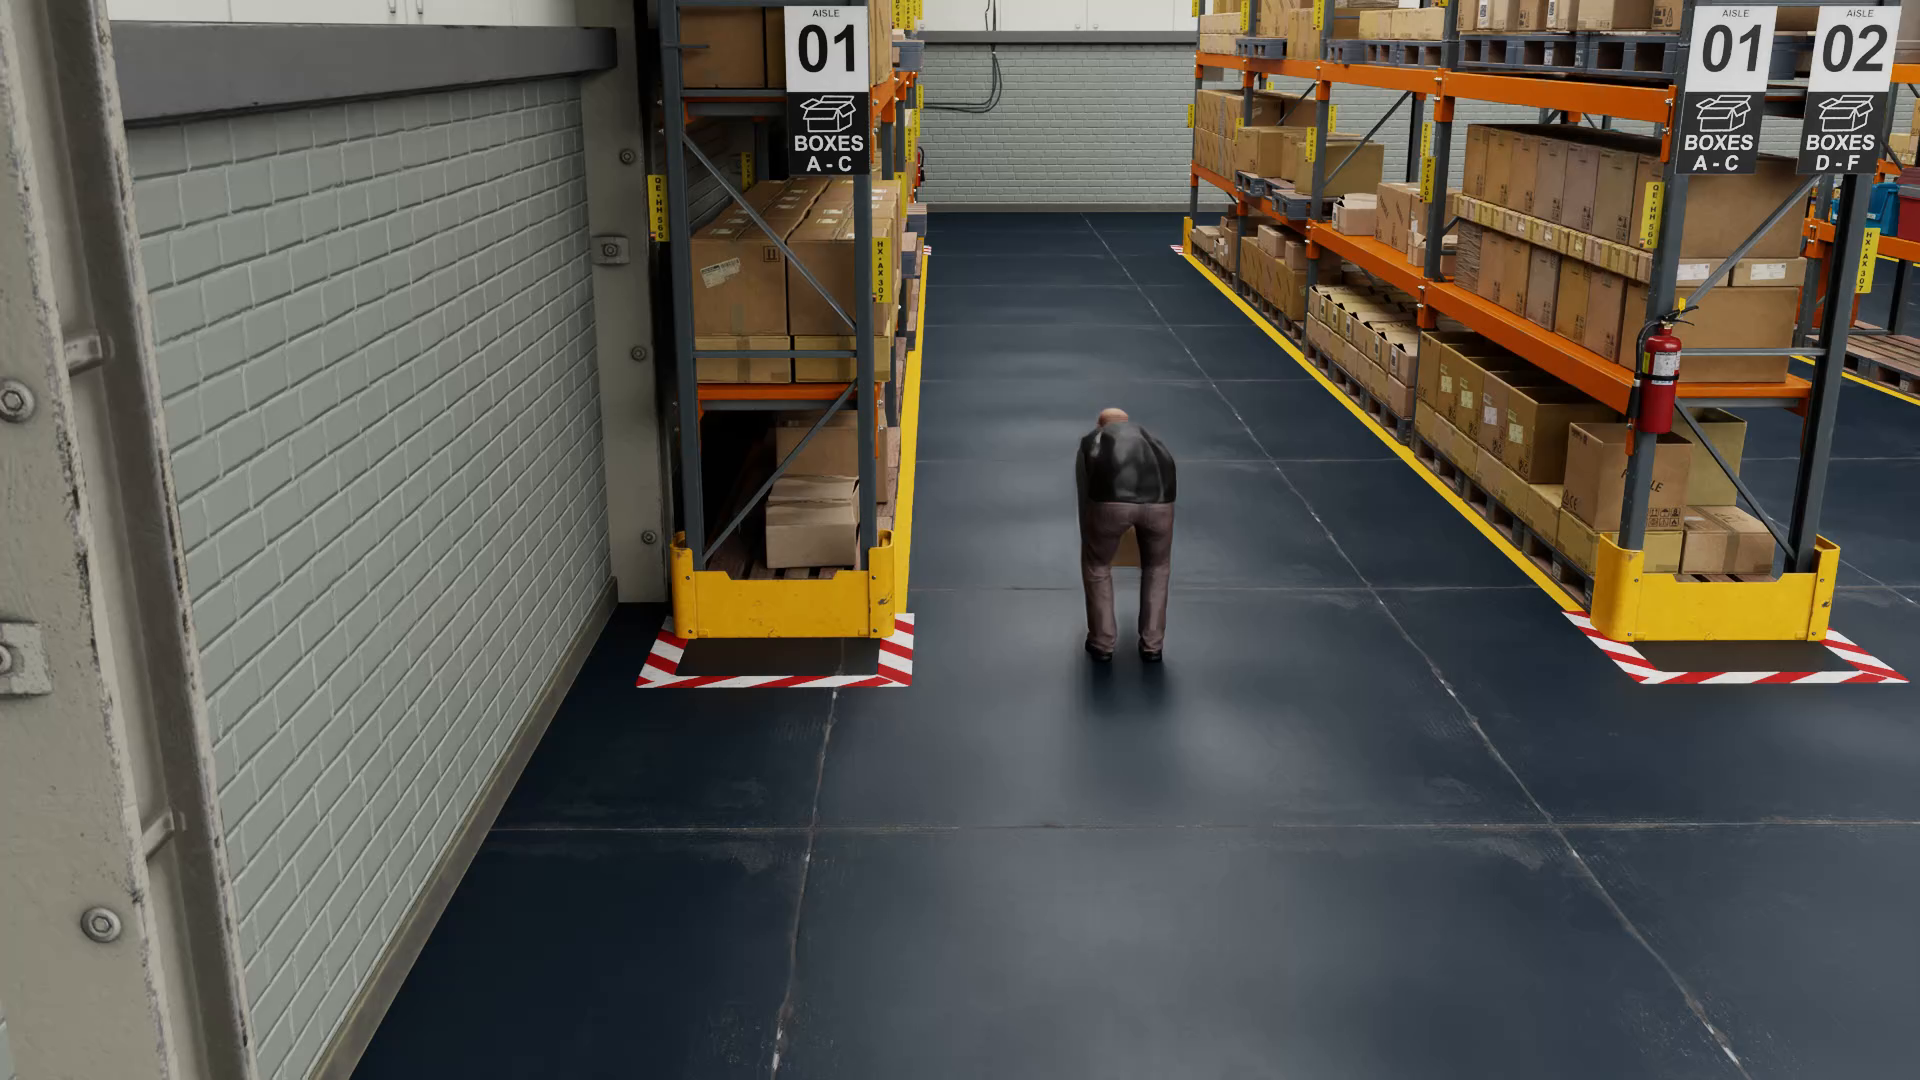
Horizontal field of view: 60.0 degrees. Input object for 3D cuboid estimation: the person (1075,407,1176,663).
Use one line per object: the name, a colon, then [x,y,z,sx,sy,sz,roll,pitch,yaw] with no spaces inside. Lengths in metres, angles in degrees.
person: [0.838,-0.034,8.644,0.464,1.172,0.948,-1,17,-2]
